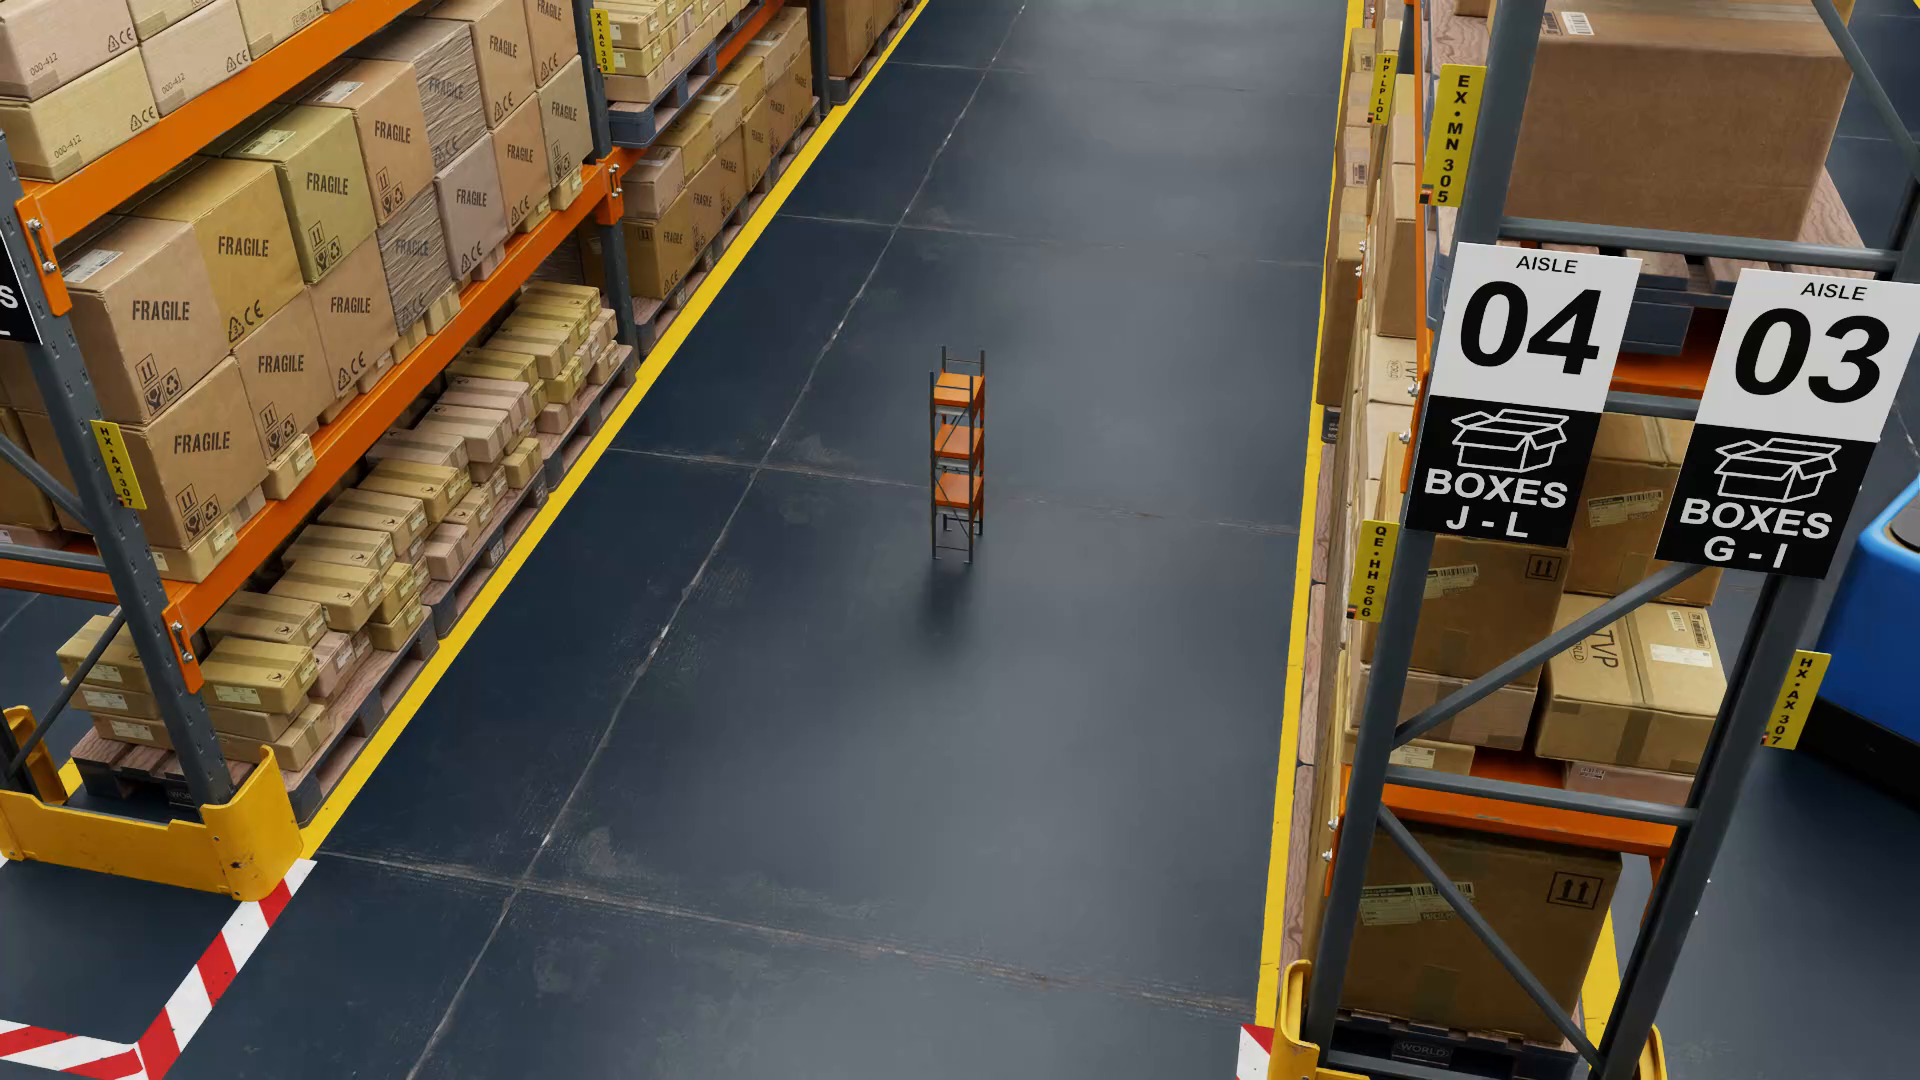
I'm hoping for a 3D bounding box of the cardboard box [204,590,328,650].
[{"bbox_3d":[-2.820,0.359,6.764,0.380,0.149,0.250,8,37,11],"label":"cardboard box"}]

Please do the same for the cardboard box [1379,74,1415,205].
[{"bbox_3d":[2.121,-1.688,7.259,0.500,0.500,0.500,7,37,10],"label":"cardboard box"}]

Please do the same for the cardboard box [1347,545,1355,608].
[{"bbox_3d":[1.536,0.145,5.707,0.380,0.149,0.250,8,37,11],"label":"cardboard box"}]

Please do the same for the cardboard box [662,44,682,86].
[{"bbox_3d":[-1.764,-2.643,9.197,0.380,0.149,0.250,8,37,11],"label":"cardboard box"}]

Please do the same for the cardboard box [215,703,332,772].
[{"bbox_3d":[-2.781,0.770,6.703,0.380,0.149,0.250,8,37,11],"label":"cardboard box"}]

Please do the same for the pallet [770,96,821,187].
[{"bbox_3d":[-1.665,-2.963,12.159,1.003,0.211,1.213,7,37,10],"label":"pallet"}]

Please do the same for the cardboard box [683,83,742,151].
[{"bbox_3d":[-1.710,-2.697,10.548,0.500,0.250,0.500,9,37,12],"label":"cardboard box"}]

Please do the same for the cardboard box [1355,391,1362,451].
[{"bbox_3d":[1.753,-0.444,6.521,0.380,0.149,0.250,6,36,9],"label":"cardboard box"}]

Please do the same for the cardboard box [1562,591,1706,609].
[{"bbox_3d":[2.089,0.126,5.395,0.500,0.250,0.500,7,37,9],"label":"cardboard box"}]

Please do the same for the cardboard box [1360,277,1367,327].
[{"bbox_3d":[1.973,-1.036,7.338,0.380,0.149,0.250,8,37,11],"label":"cardboard box"}]

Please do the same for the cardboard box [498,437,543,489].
[{"bbox_3d":[-2.323,-0.402,8.320,0.380,0.149,0.250,7,37,10],"label":"cardboard box"}]

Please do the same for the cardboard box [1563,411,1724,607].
[{"bbox_3d":[2.092,-0.166,5.158,0.500,0.500,0.500,6,36,9],"label":"cardboard box"}]

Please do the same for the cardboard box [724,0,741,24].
[{"bbox_3d":[-1.544,-3.233,10.011,0.380,0.149,0.250,7,36,9],"label":"cardboard box"}]

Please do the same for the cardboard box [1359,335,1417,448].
[{"bbox_3d":[1.787,-0.527,6.295,0.500,0.250,0.500,7,37,10],"label":"cardboard box"}]

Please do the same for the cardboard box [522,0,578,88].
[{"bbox_3d":[-2.187,-2.510,7.966,0.500,0.500,0.500,6,36,8],"label":"cardboard box"}]

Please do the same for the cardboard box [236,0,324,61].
[{"bbox_3d":[-2.646,-1.931,5.931,0.500,0.250,0.500,6,36,8],"label":"cardboard box"}]

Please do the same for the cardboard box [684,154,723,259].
[{"bbox_3d":[-1.823,-2.099,10.362,0.500,0.500,0.500,9,37,12],"label":"cardboard box"}]

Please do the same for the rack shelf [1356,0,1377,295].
[{"bbox_3d":[2.900,-2.423,9.650,1.077,0.370,4.000,7,37,10],"label":"rack shelf"}]

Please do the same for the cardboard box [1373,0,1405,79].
[{"bbox_3d":[2.635,-2.780,9.445,0.500,0.500,0.500,7,37,10],"label":"cardboard box"}]

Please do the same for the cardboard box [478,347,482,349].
[{"bbox_3d":[-2.724,-0.915,8.774,0.380,0.149,0.250,7,37,10],"label":"cardboard box"}]

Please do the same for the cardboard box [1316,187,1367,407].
[{"bbox_3d":[2.590,-1.247,8.867,1.225,0.875,0.875,7,37,10],"label":"cardboard box"}]

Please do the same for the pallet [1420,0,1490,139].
[{"bbox_3d":[2.025,-1.581,5.395,1.003,0.211,1.213,7,37,10],"label":"pallet"}]

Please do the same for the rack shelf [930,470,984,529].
[{"bbox_3d":[-0.011,-0.161,8.069,0.215,0.259,0.240,7,37,10],"label":"rack shelf"}]

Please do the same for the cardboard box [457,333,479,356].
[{"bbox_3d":[-2.750,-1.031,8.680,0.380,0.149,0.250,7,36,9],"label":"cardboard box"}]

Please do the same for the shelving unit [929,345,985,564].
[{"bbox_3d":[-0.011,-0.394,7.900,0.215,1.050,0.252,7,37,10],"label":"shelving unit"}]

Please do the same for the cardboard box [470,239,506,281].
[{"bbox_3d":[-2.355,-1.341,7.758,0.380,0.149,0.250,6,36,8],"label":"cardboard box"}]

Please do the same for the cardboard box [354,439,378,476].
[{"bbox_3d":[-2.986,-0.439,7.865,0.380,0.149,0.250,7,37,10],"label":"cardboard box"}]

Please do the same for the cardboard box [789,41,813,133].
[{"bbox_3d":[-1.382,-3.288,12.003,0.500,0.500,0.500,7,37,10],"label":"cardboard box"}]

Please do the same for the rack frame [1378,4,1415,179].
[{"bbox_3d":[2.473,-1.567,7.857,1.000,3.000,0.127,7,37,10],"label":"rack frame"}]

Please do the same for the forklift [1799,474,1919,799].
[{"bbox_3d":[4.892,-0.737,6.769,3.031,2.935,1.130,-30,45,-34],"label":"forklift"}]

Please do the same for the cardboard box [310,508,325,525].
[{"bbox_3d":[-3.091,-0.170,7.746,0.380,0.149,0.250,9,37,12],"label":"cardboard box"}]

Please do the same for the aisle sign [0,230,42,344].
[{"bbox_3d":[-2.928,-0.927,4.758,0.394,0.787,0.004,7,37,10],"label":"aisle sign"}]

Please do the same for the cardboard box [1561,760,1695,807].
[{"bbox_3d":[2.017,0.665,4.990,0.380,0.149,0.250,8,37,10],"label":"cardboard box"}]

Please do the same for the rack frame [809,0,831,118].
[{"bbox_3d":[-1.497,-4.540,11.958,1.000,3.000,0.127,7,37,10],"label":"rack frame"}]

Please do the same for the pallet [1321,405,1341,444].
[{"bbox_3d":[2.564,-0.890,9.298,1.003,0.211,1.213,7,37,10],"label":"pallet"}]

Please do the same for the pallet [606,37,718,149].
[{"bbox_3d":[-2.046,-2.589,9.430,1.003,0.211,1.213,7,37,10],"label":"pallet"}]

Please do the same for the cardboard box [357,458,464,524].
[{"bbox_3d":[-2.500,-0.225,7.569,0.380,0.149,0.250,8,37,11],"label":"cardboard box"}]

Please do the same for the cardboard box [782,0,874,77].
[{"bbox_3d":[-1.279,-4.137,12.962,1.050,0.750,0.750,7,36,9],"label":"cardboard box"}]

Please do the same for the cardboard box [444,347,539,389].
[{"bbox_3d":[-2.366,-0.833,8.408,0.380,0.149,0.250,8,37,11],"label":"cardboard box"}]

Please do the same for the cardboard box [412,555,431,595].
[{"bbox_3d":[-2.635,0.176,7.523,0.380,0.149,0.250,7,37,10],"label":"cardboard box"}]

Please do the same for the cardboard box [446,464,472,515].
[{"bbox_3d":[-2.554,-0.271,7.886,0.380,0.149,0.250,9,37,12],"label":"cardboard box"}]

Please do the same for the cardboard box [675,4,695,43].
[{"bbox_3d":[-1.709,-2.901,9.299,0.380,0.149,0.250,8,37,11],"label":"cardboard box"}]

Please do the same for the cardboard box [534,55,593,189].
[{"bbox_3d":[-2.178,-2.095,8.246,0.500,0.500,0.500,7,37,10],"label":"cardboard box"}]

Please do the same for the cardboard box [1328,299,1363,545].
[{"bbox_3d":[2.254,-0.509,7.849,0.875,0.875,0.875,7,37,10],"label":"cardboard box"}]

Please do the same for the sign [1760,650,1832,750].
[{"bbox_3d":[2.159,0.416,4.315,0.100,0.325,0.005,7,37,10],"label":"sign"}]

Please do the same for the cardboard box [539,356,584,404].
[{"bbox_3d":[-2.193,-0.850,8.685,0.380,0.149,0.250,6,36,8],"label":"cardboard box"}]

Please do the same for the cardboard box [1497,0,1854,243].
[{"bbox_3d":[1.677,-1.045,4.051,0.700,0.500,0.500,5,36,7],"label":"cardboard box"}]

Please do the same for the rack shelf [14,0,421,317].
[{"bbox_3d":[-2.778,-2.024,6.543,1.077,0.370,4.000,7,37,10],"label":"rack shelf"}]

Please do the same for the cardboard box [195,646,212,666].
[{"bbox_3d":[-3.263,0.428,6.921,0.380,0.149,0.250,6,36,9],"label":"cardboard box"}]

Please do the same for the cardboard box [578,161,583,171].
[{"bbox_3d":[-2.183,-1.952,8.602,0.380,0.149,0.250,7,37,9],"label":"cardboard box"}]

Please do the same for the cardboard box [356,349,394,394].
[{"bbox_3d":[-2.609,-0.752,6.945,0.380,0.149,0.250,7,36,9],"label":"cardboard box"}]

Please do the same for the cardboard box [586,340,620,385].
[{"bbox_3d":[-2.102,-0.995,9.139,0.380,0.149,0.250,8,37,11],"label":"cardboard box"}]

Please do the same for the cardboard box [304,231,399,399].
[{"bbox_3d":[-2.633,-0.927,6.634,0.500,0.500,0.500,8,37,11],"label":"cardboard box"}]

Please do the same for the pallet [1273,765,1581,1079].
[{"bbox_3d":[1.713,1.387,6.157,1.003,0.211,1.213,7,37,10],"label":"pallet"}]

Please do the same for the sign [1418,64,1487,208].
[{"bbox_3d":[1.091,-0.891,3.681,0.100,0.325,0.005,7,37,10],"label":"sign"}]

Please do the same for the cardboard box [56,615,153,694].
[{"bbox_3d":[-3.340,0.454,6.632,0.380,0.149,0.250,8,37,11],"label":"cardboard box"}]

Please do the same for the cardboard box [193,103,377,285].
[{"bbox_3d":[-2.616,-1.329,6.337,0.500,0.500,0.500,7,36,9],"label":"cardboard box"}]

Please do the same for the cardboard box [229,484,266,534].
[{"bbox_3d":[-2.802,-0.148,6.112,0.380,0.149,0.250,9,37,12],"label":"cardboard box"}]

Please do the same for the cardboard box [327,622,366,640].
[{"bbox_3d":[-2.763,0.340,7.042,0.380,0.149,0.250,8,37,11],"label":"cardboard box"}]

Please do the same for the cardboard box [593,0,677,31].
[{"bbox_3d":[-1.764,-2.885,9.024,0.380,0.149,0.250,8,37,11],"label":"cardboard box"}]
